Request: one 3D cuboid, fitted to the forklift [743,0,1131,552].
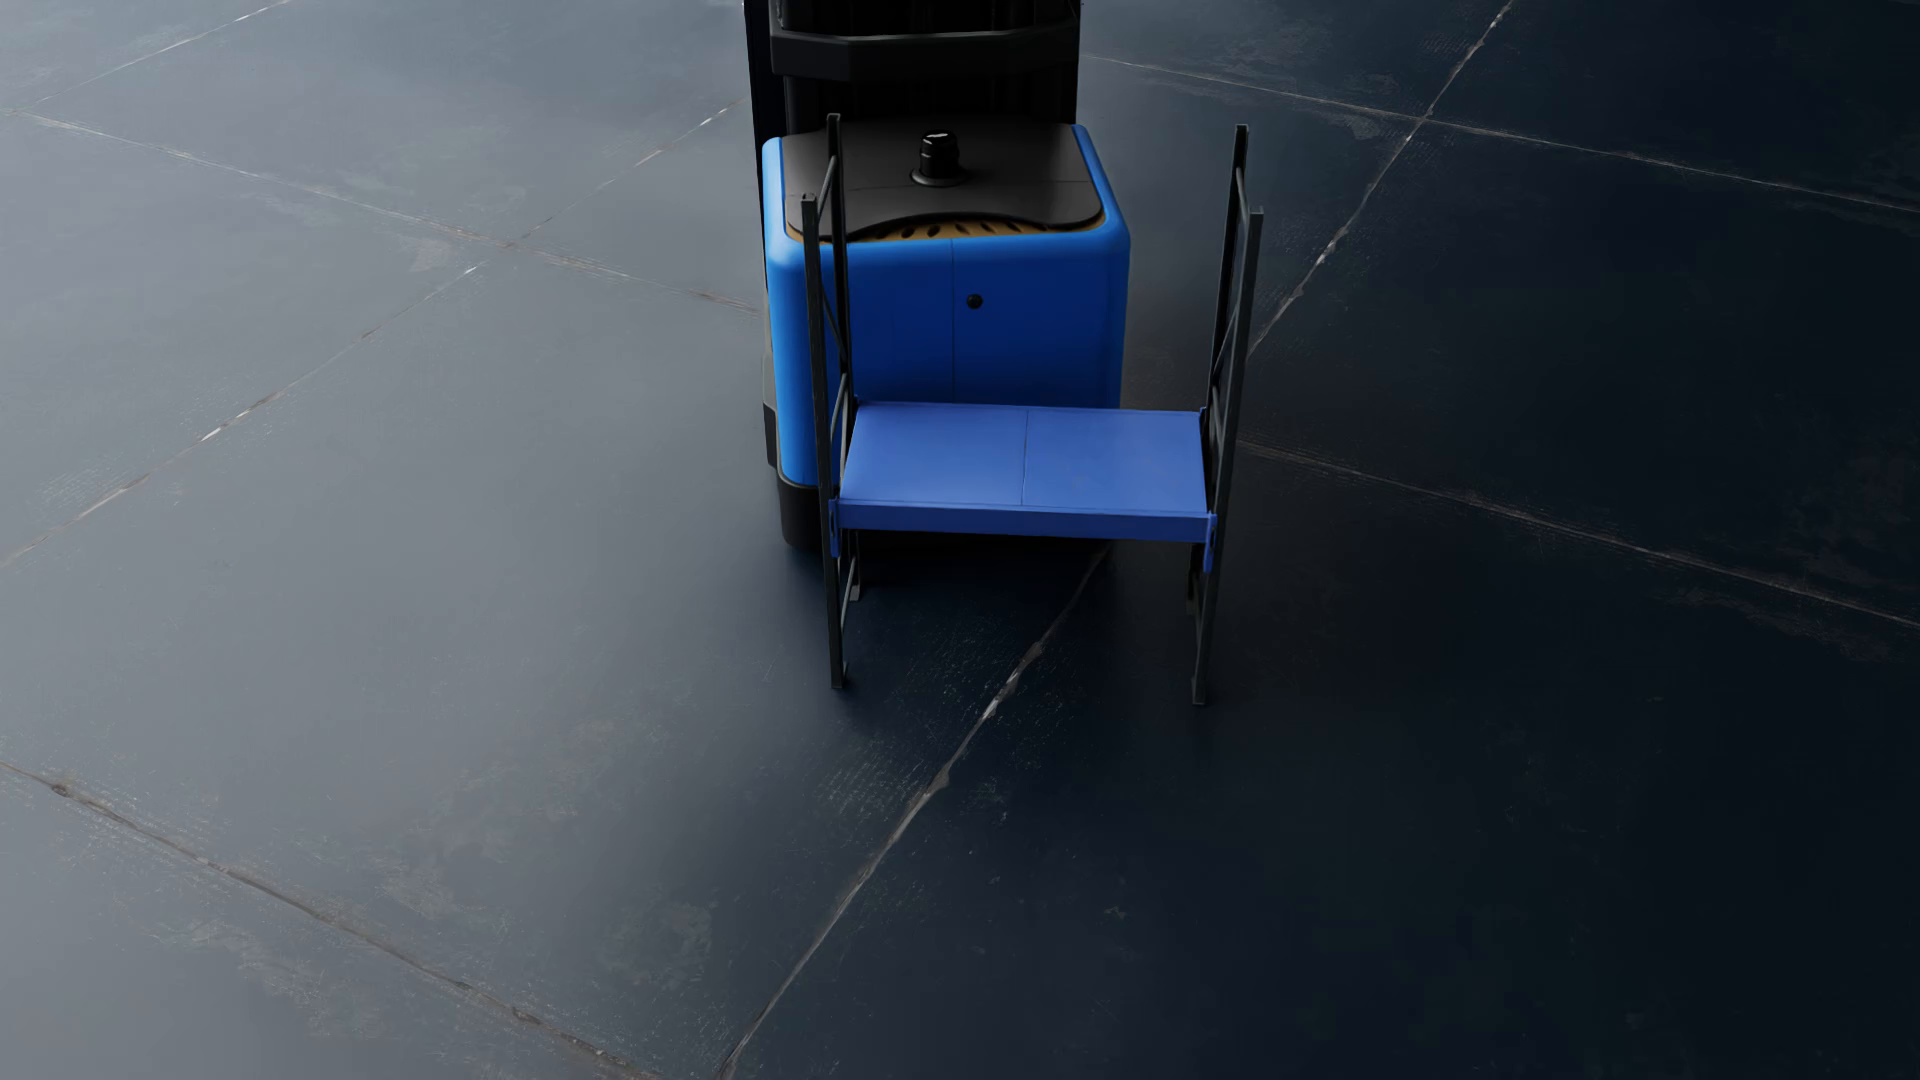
[{"bbox_3d":[-0.180,-2.010,5.474,1.130,2.935,3.031,-4,37,-5],"label":"forklift"}]

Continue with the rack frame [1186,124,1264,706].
[{"bbox_3d":[0.683,-0.285,4.385,0.032,1.500,0.500,2,37,3],"label":"rack frame"}]

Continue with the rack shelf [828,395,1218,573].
[{"bbox_3d":[0.176,-0.162,4.521,1.000,0.185,0.538,2,37,3],"label":"rack shelf"}]

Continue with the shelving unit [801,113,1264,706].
[{"bbox_3d":[0.176,-0.305,4.412,1.048,1.500,0.538,2,37,3],"label":"shelving unit"}]

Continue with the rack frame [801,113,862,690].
[{"bbox_3d":[-0.332,-0.326,4.439,0.032,1.500,0.500,2,37,3],"label":"rack frame"}]
